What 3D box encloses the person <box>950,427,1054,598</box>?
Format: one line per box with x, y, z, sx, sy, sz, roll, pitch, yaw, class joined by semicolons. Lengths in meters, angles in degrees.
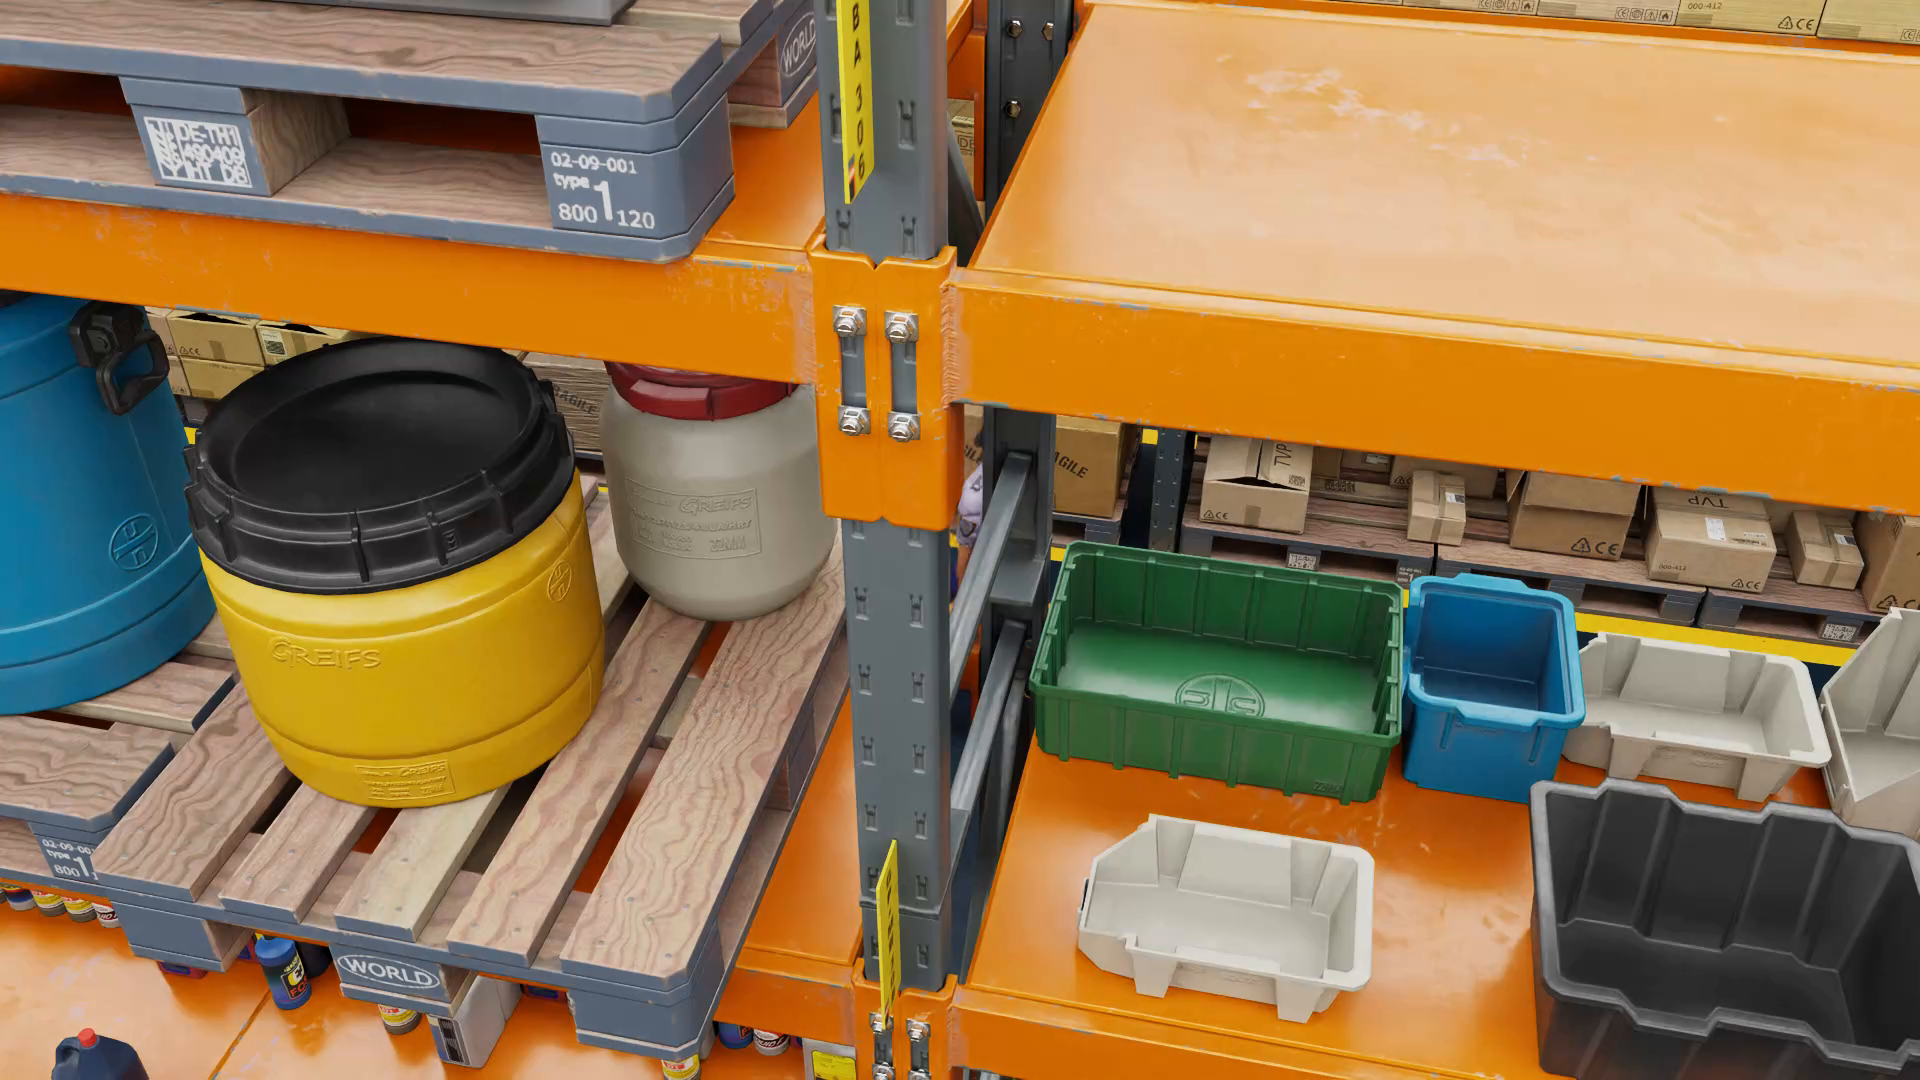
0.120;0.117;6.801;0.821;1.611;0.488;19;41;24;person
